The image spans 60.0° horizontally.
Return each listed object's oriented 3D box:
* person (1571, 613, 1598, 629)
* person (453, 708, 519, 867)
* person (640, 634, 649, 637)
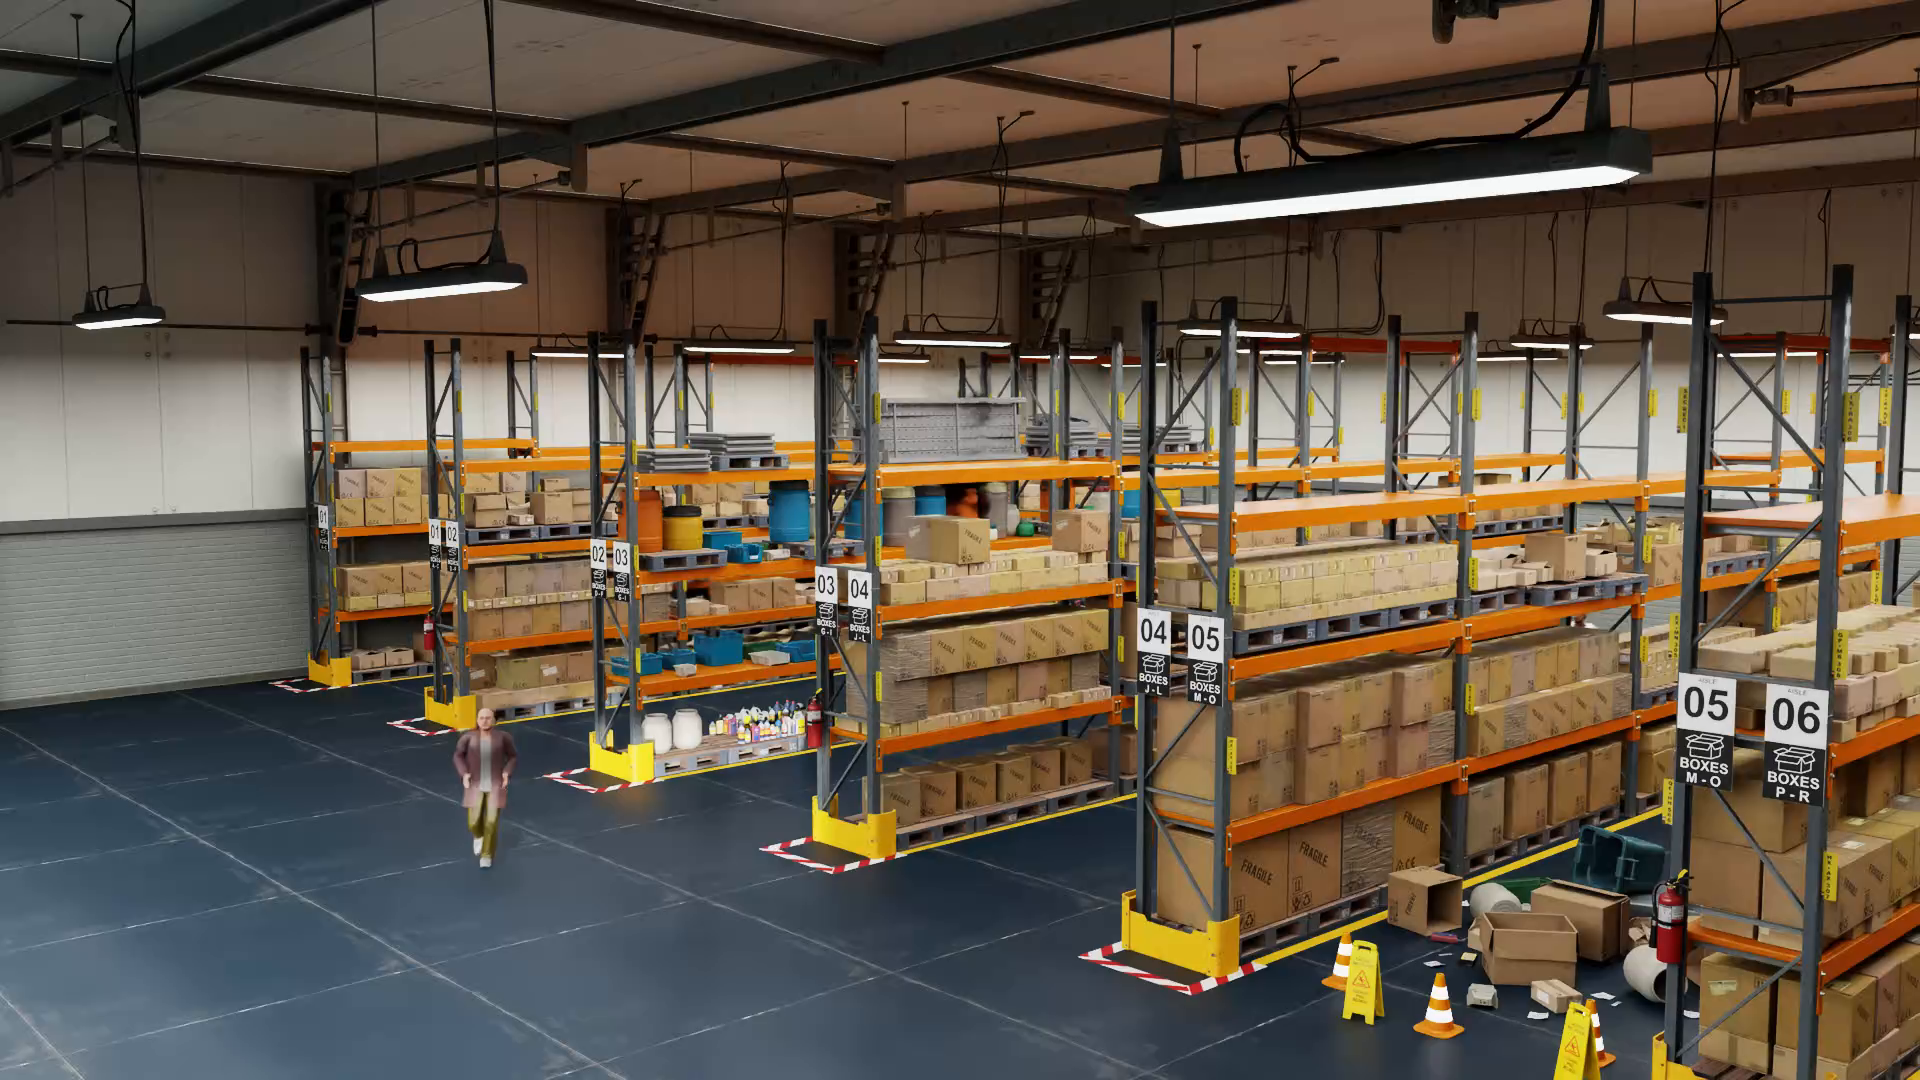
[{"bbox_3d":[9.965,1.941,26.812,0.707,1.746,0.587,4,6,37],"label":"person"},{"bbox_3d":[-5.187,2.696,18.215,0.694,1.730,0.632,-1,5,-13],"label":"person"},{"bbox_3d":[-5.728,1.637,30.329,0.612,1.721,0.657,-5,7,-43],"label":"person"}]
